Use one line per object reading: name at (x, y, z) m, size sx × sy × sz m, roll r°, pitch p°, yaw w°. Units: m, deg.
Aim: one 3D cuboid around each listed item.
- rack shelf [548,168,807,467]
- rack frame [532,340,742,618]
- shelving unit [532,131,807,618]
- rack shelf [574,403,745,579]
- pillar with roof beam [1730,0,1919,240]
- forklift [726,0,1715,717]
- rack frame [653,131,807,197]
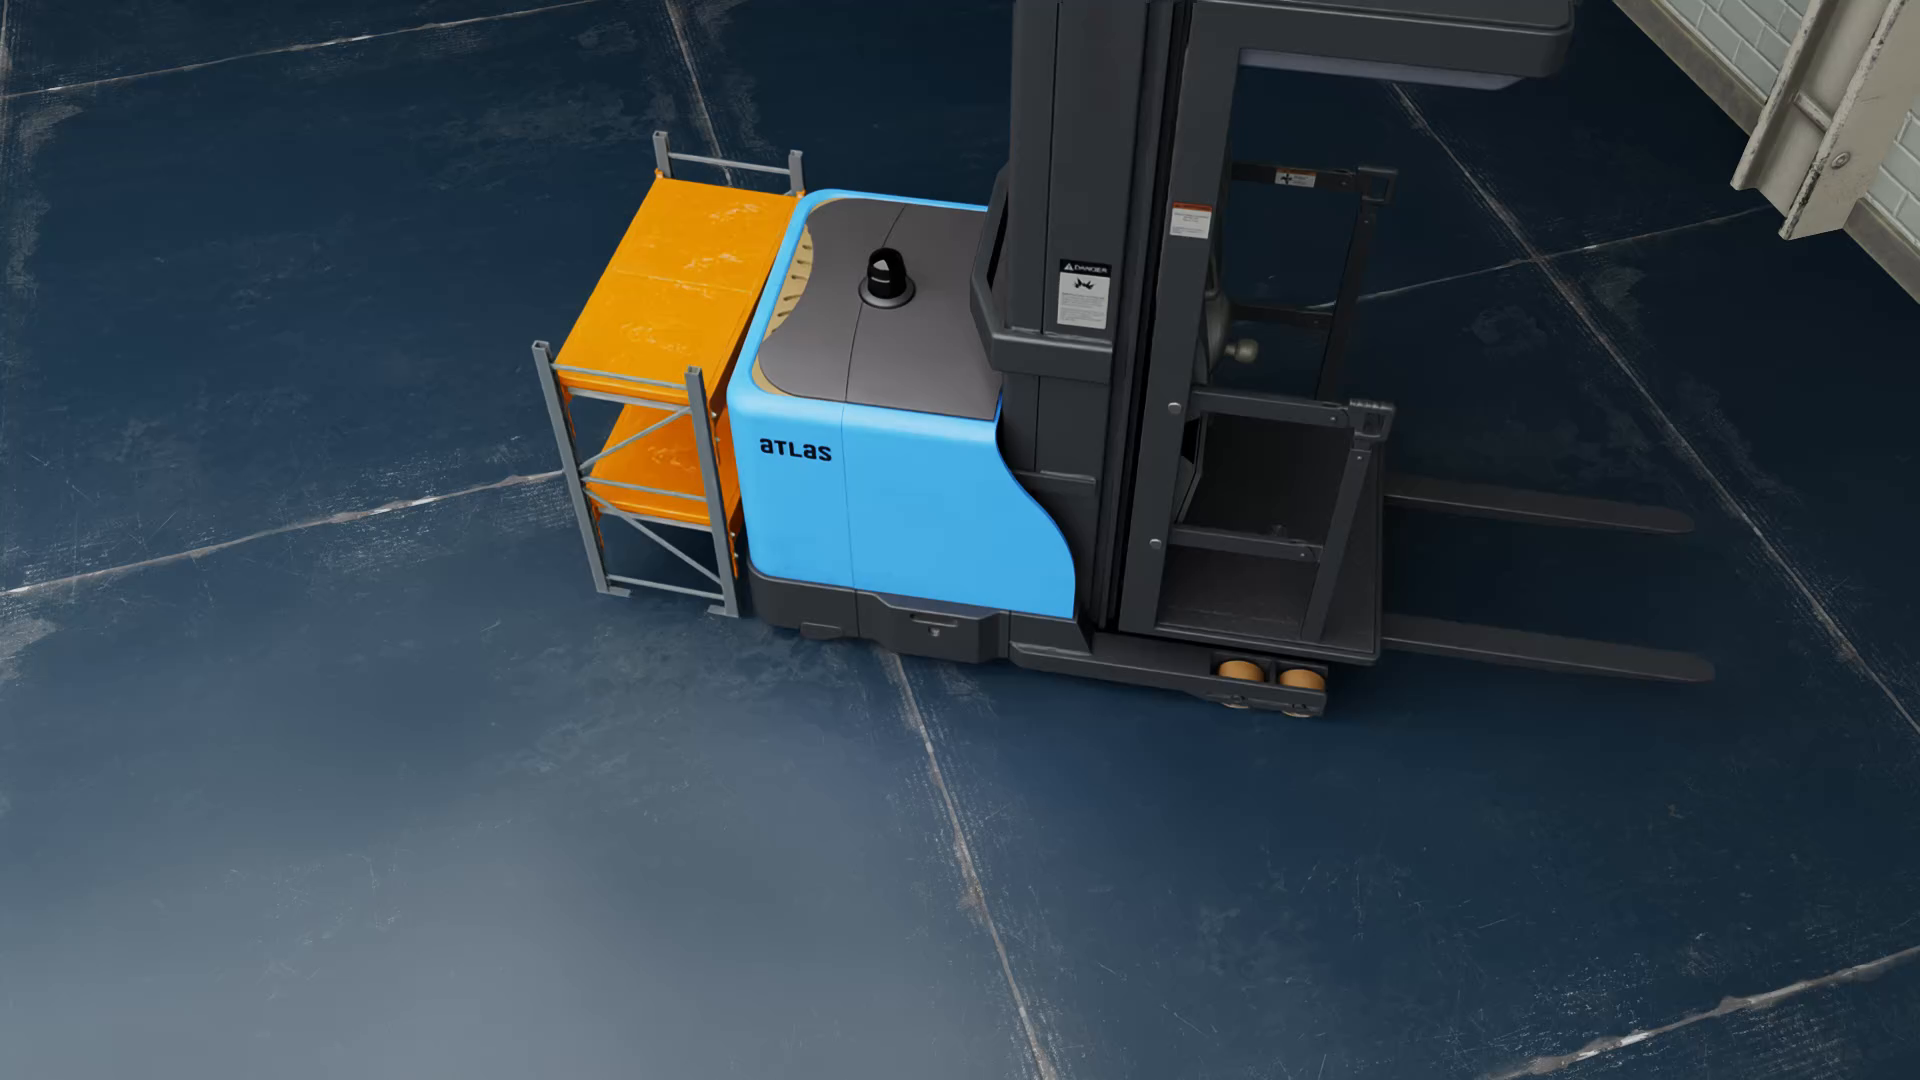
rack shelf at (-0.862, -0.724, 5.241) m, size 0.538 × 0.278 × 1.000 m, roll 10°, pitch 51°, yaw 8°
rack frame at (-0.975, -0.156, 5.146) m, size 0.500 × 1.125 × 0.032 m, roll 10°, pitch 51°, yaw 8°
shelving unit at (-0.862, -0.535, 5.465) m, size 0.538 × 1.125 × 1.048 m, roll 10°, pitch 51°, yaw 8°
rack shelf at (-0.862, -0.377, 5.652) m, size 0.538 × 0.278 × 1.000 m, roll 10°, pitch 51°, yaw 8°
pillar with roof beam at (-0.659, -3.327, 2.669) m, size 9.100 × 9.000 × 0.400 m, roll -13°, pitch 51°, yaw -11°
forklift at (0.884, -0.825, 4.529) m, size 3.031 × 2.935 × 1.130 m, roll 8°, pitch 50°, yaw 6°
rack frame at (-0.749, -0.914, 5.785) m, size 0.500 × 1.125 × 0.032 m, roll 10°, pitch 51°, yaw 8°
